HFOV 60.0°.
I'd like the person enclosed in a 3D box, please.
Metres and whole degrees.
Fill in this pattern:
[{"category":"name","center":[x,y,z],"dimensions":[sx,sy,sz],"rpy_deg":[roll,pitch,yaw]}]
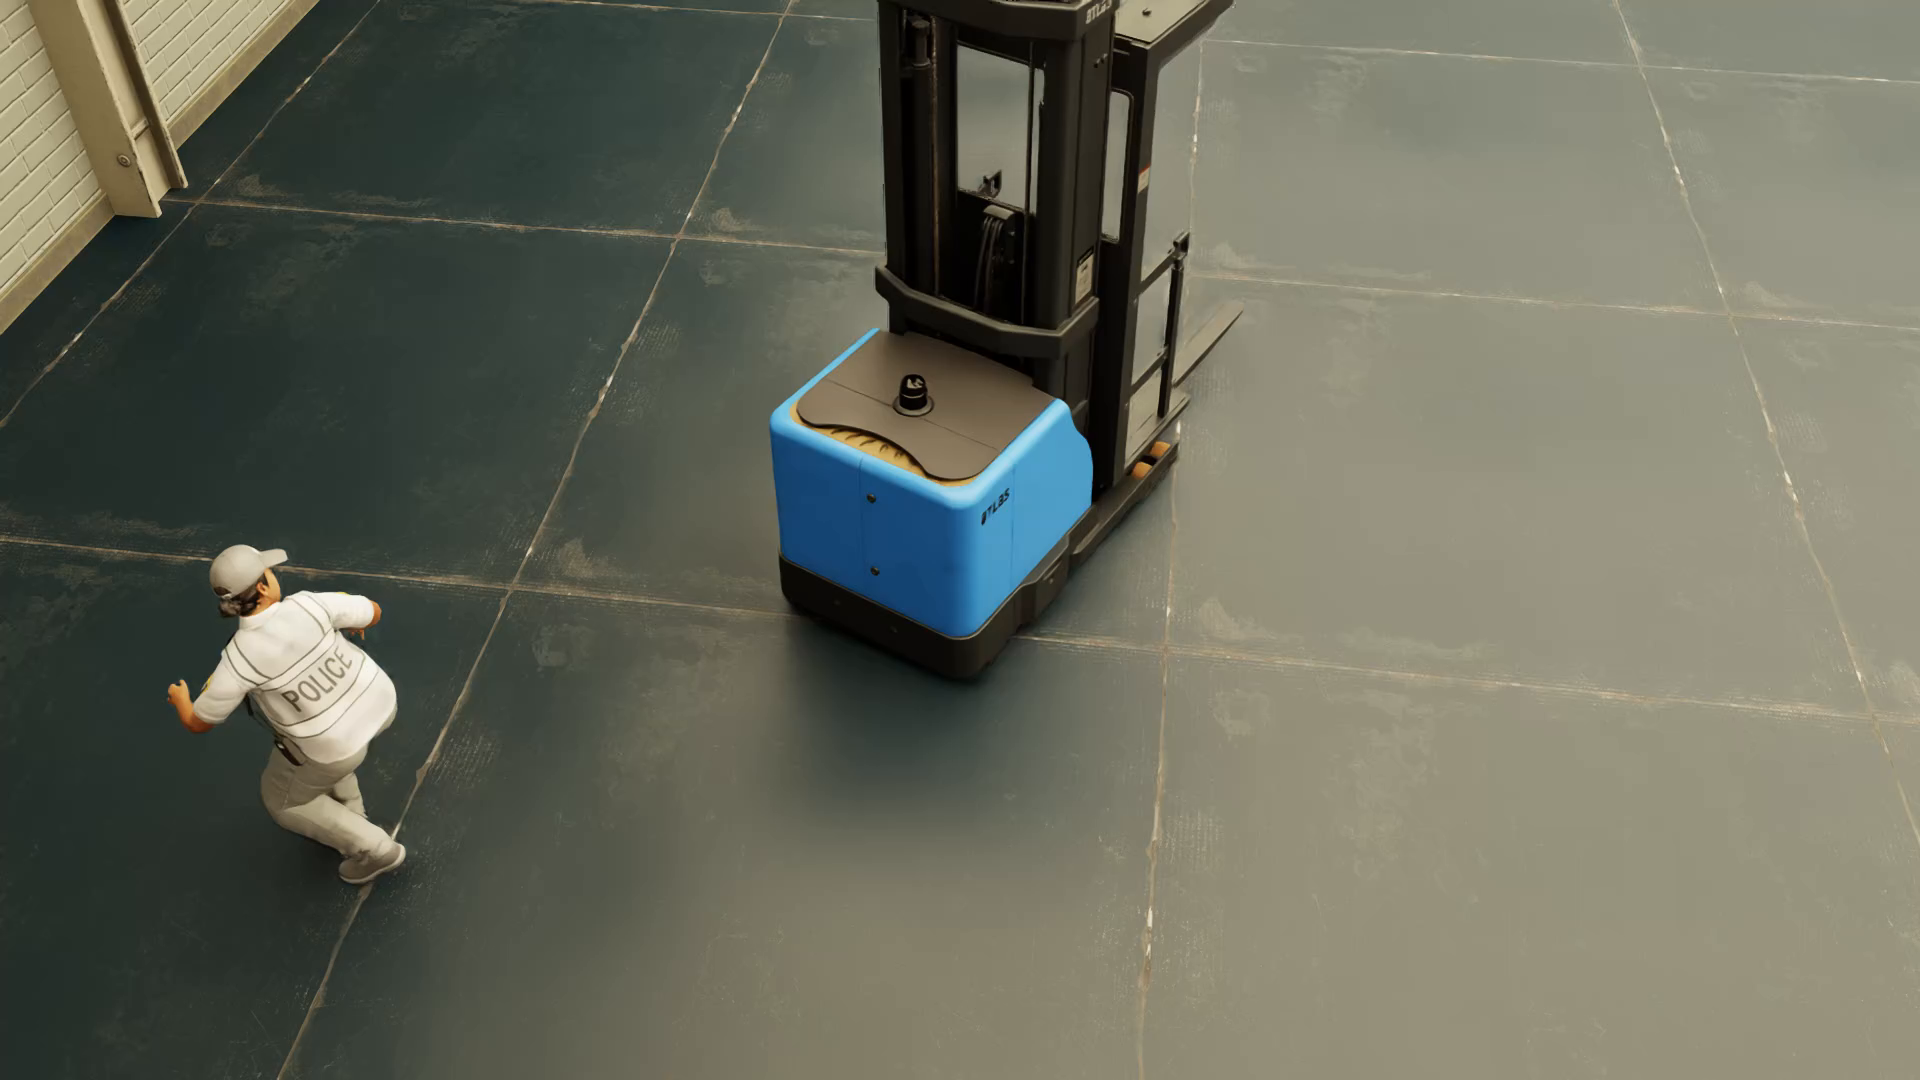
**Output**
[{"category":"person","center":[-2.432,0.596,6.095],"dimensions":[0.743,1.554,0.779],"rpy_deg":[18,45,18]}]

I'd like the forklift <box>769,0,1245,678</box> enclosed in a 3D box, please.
[{"category":"forklift","center":[0.422,-1.455,7.308],"dimensions":[1.130,2.935,3.031],"rpy_deg":[24,48,24]}]
